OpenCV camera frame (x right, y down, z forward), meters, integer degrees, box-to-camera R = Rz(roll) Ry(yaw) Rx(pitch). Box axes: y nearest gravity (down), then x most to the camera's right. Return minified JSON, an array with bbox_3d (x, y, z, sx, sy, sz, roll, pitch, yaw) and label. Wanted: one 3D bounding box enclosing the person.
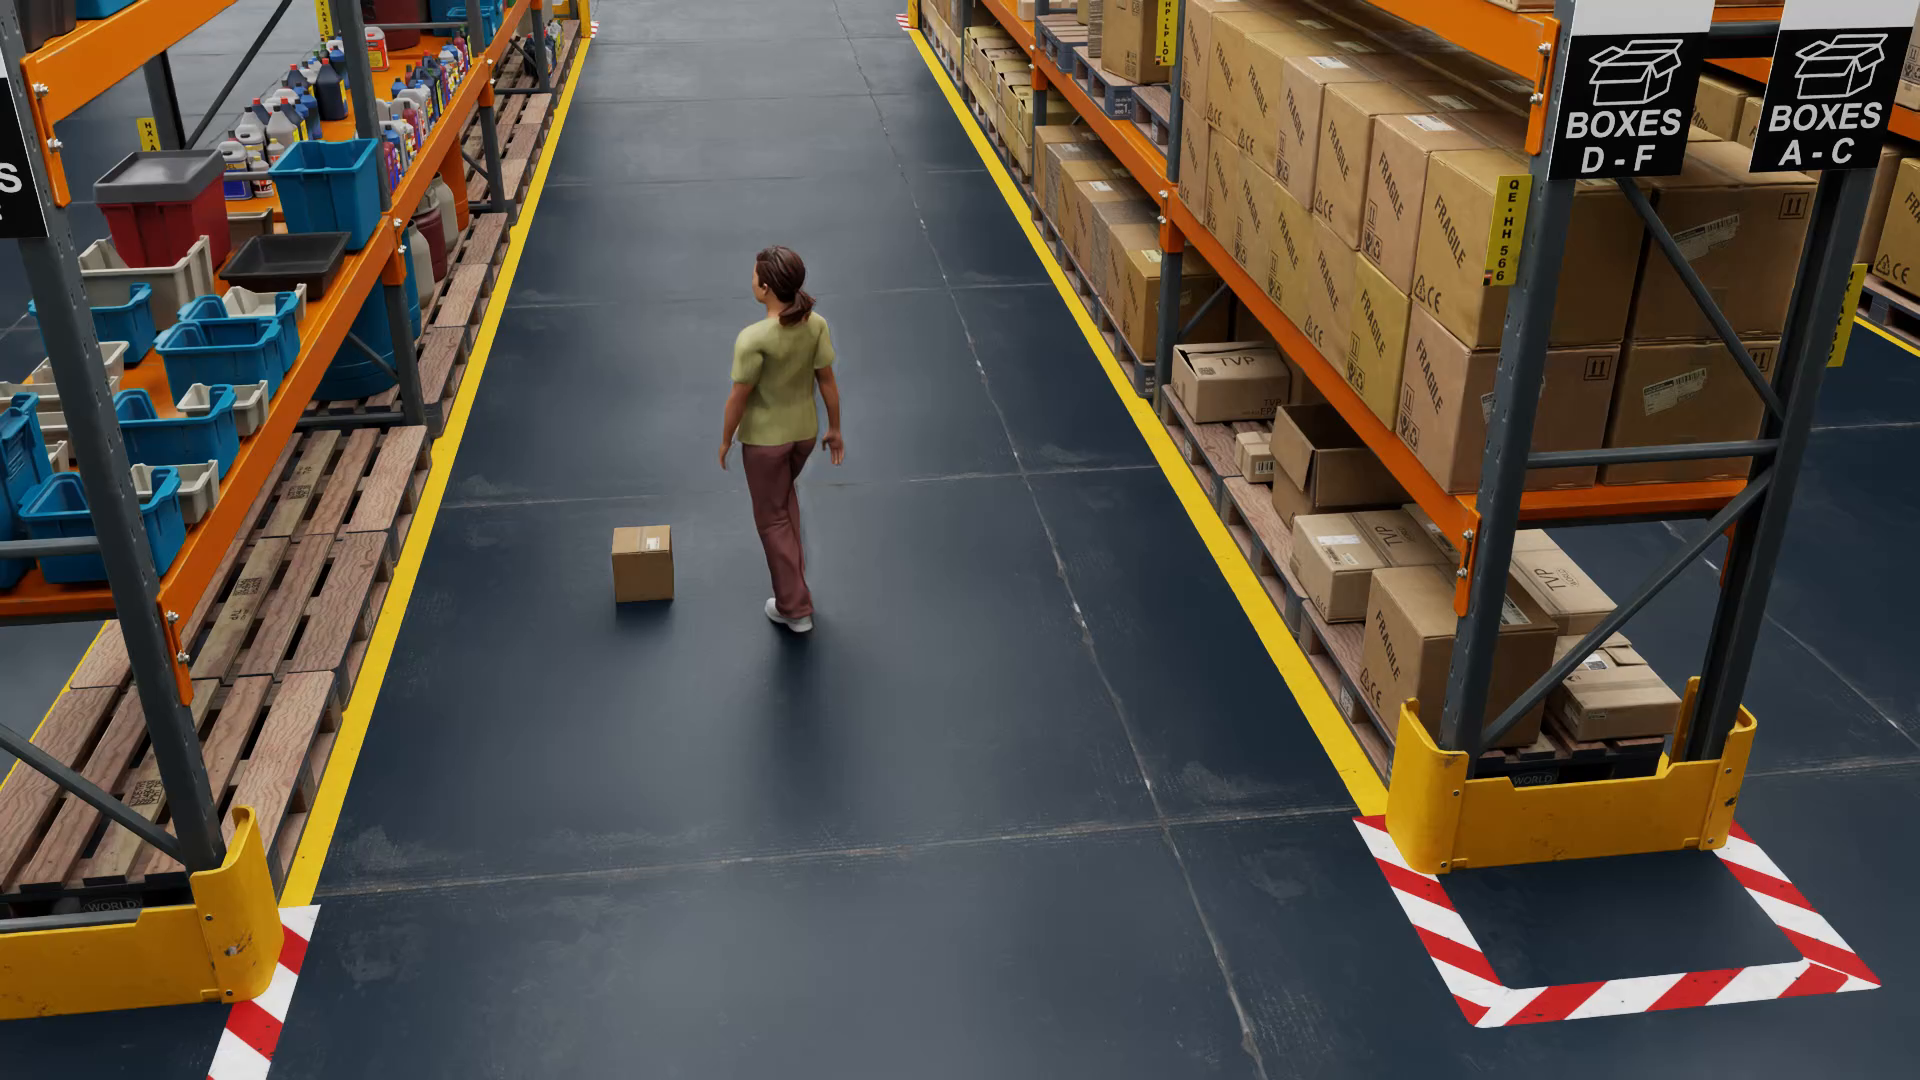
[{"bbox_3d":[-0.773,-0.413,6.918,0.492,1.692,0.487,-22,35,-36],"label":"person"}]
